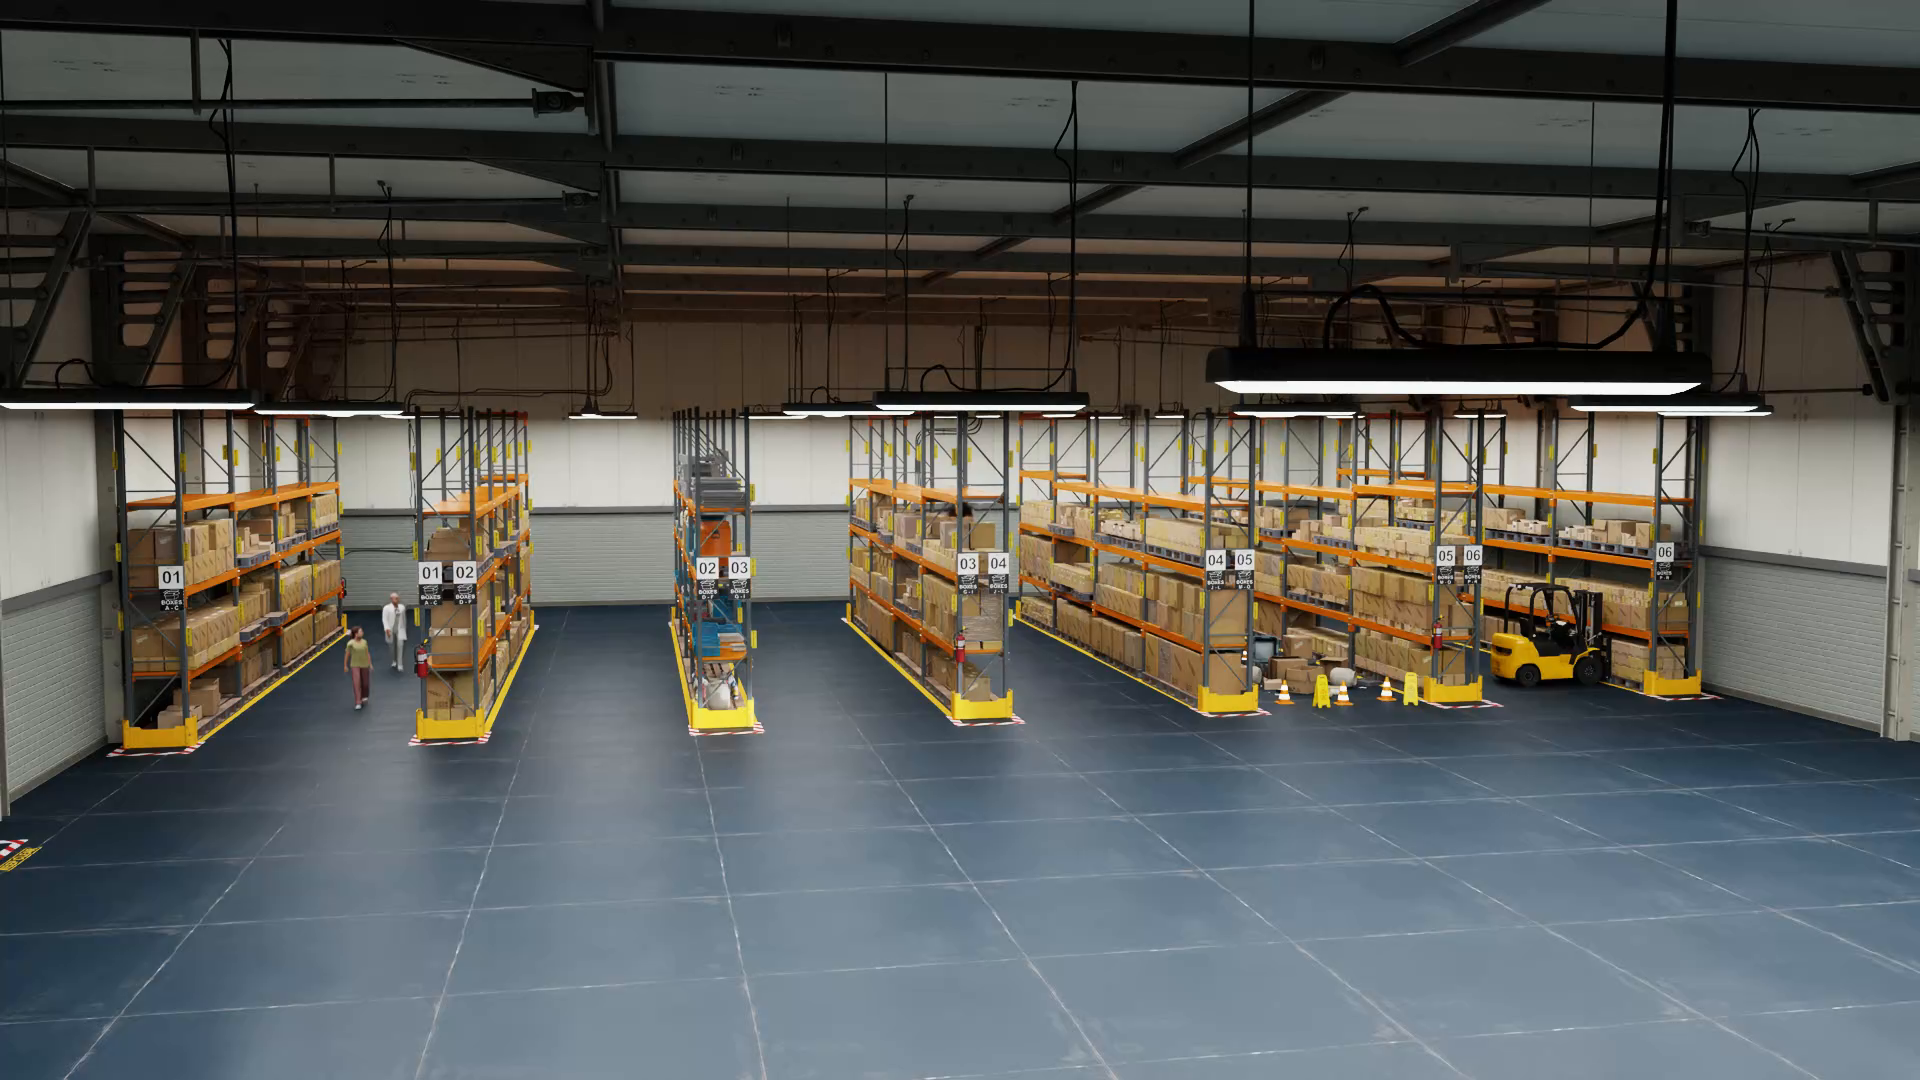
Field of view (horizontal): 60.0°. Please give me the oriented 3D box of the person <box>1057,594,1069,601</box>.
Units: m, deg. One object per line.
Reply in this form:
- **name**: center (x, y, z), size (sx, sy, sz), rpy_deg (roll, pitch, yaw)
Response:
- **person**: center (3.049, 1.383, 49.776), size (0.386, 1.680, 0.587), rpy_deg (-3, 5, -35)

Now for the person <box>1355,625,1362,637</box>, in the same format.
- **person**: center (10.444, 1.712, 43.965), size (0.371, 1.766, 0.631), rpy_deg (0, 4, -2)

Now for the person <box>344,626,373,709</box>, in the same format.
- **person**: center (-12.064, 2.537, 33.331), size (0.555, 1.629, 0.961), rpy_deg (-2, 4, -22)

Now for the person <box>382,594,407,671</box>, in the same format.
- **person**: center (-13.049, 2.106, 38.383), size (0.531, 1.728, 1.048), rpy_deg (-1, 4, -14)
